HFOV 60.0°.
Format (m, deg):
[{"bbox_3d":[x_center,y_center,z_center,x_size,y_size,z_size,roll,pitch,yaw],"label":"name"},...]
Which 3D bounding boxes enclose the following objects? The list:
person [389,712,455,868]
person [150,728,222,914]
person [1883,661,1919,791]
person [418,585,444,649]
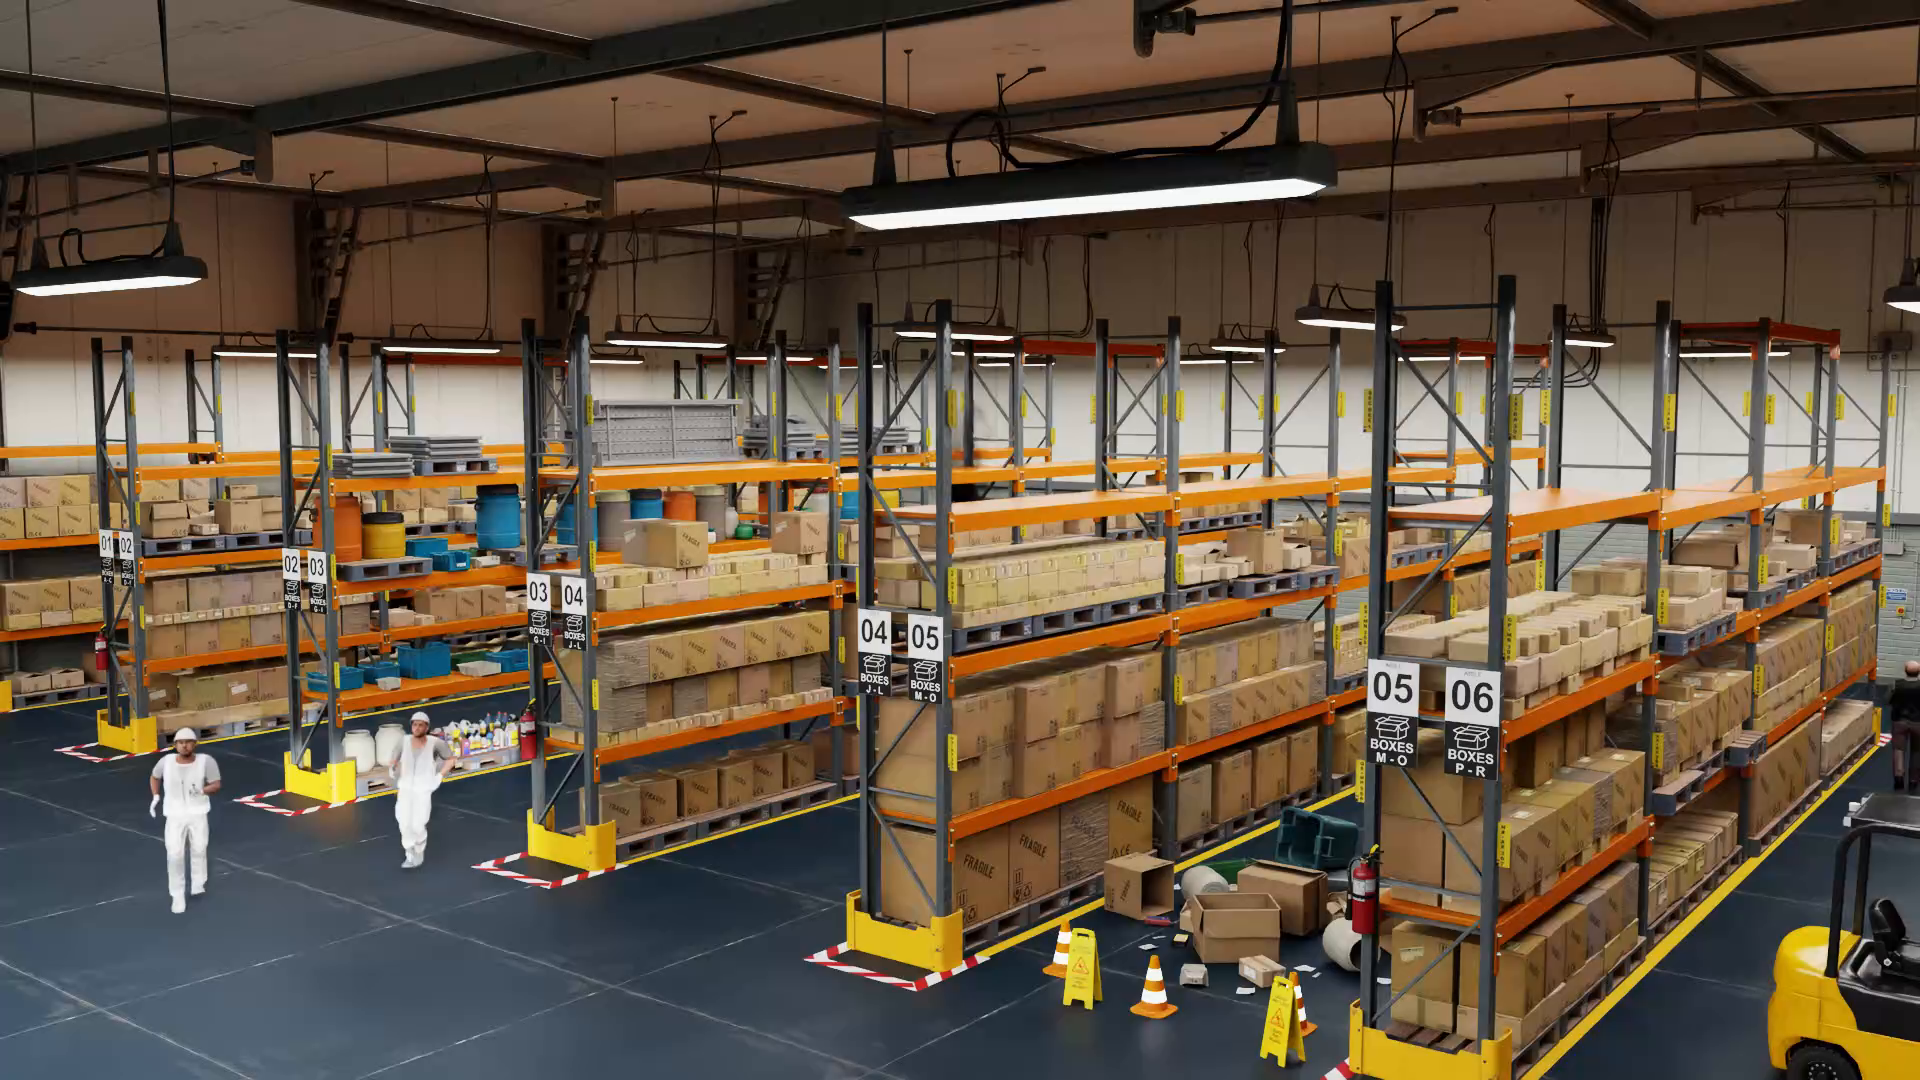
[{"bbox_3d":[-5.867,2.725,17.989,0.666,1.733,0.612,0,5,1],"label":"person"},{"bbox_3d":[-7.824,2.814,16.826,0.665,1.839,0.768,-2,5,-24],"label":"person"},{"bbox_3d":[12.315,2.409,21.550,0.656,1.707,0.969,3,6,30],"label":"person"},{"bbox_3d":[-9.687,1.638,30.605,0.700,1.747,0.673,4,6,38],"label":"person"}]
